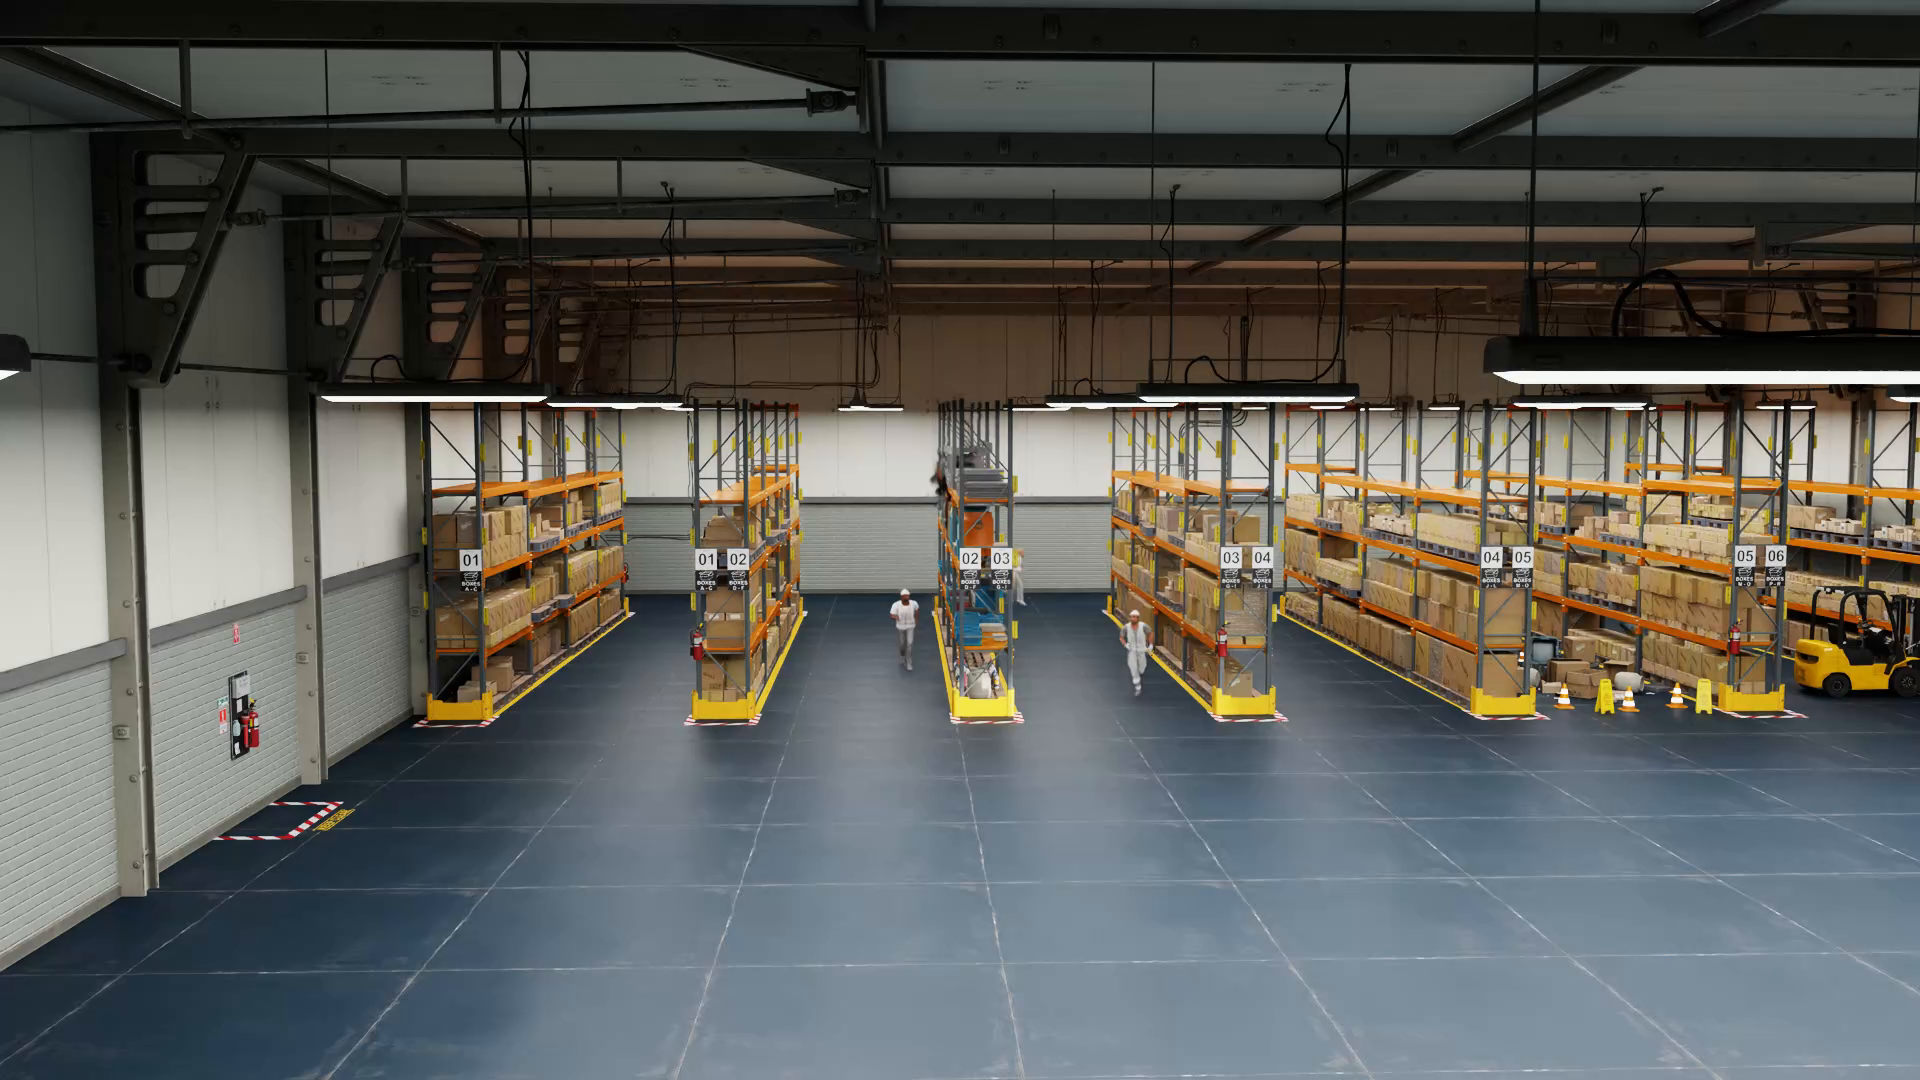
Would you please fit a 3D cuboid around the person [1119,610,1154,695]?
[{"bbox_3d":[3.615,2.289,34.070,0.697,1.738,0.722,0,4,5],"label":"person"}]

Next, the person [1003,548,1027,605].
[{"bbox_3d":[1.505,1.113,49.883,1.033,1.743,0.754,1,4,7],"label":"person"}]

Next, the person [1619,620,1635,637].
[{"bbox_3d":[16.805,1.699,41.677,0.705,1.724,0.713,0,4,-6],"label":"person"}]

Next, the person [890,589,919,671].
[{"bbox_3d":[-1.242,1.991,37.389,0.640,1.796,0.890,0,4,0],"label":"person"}]
